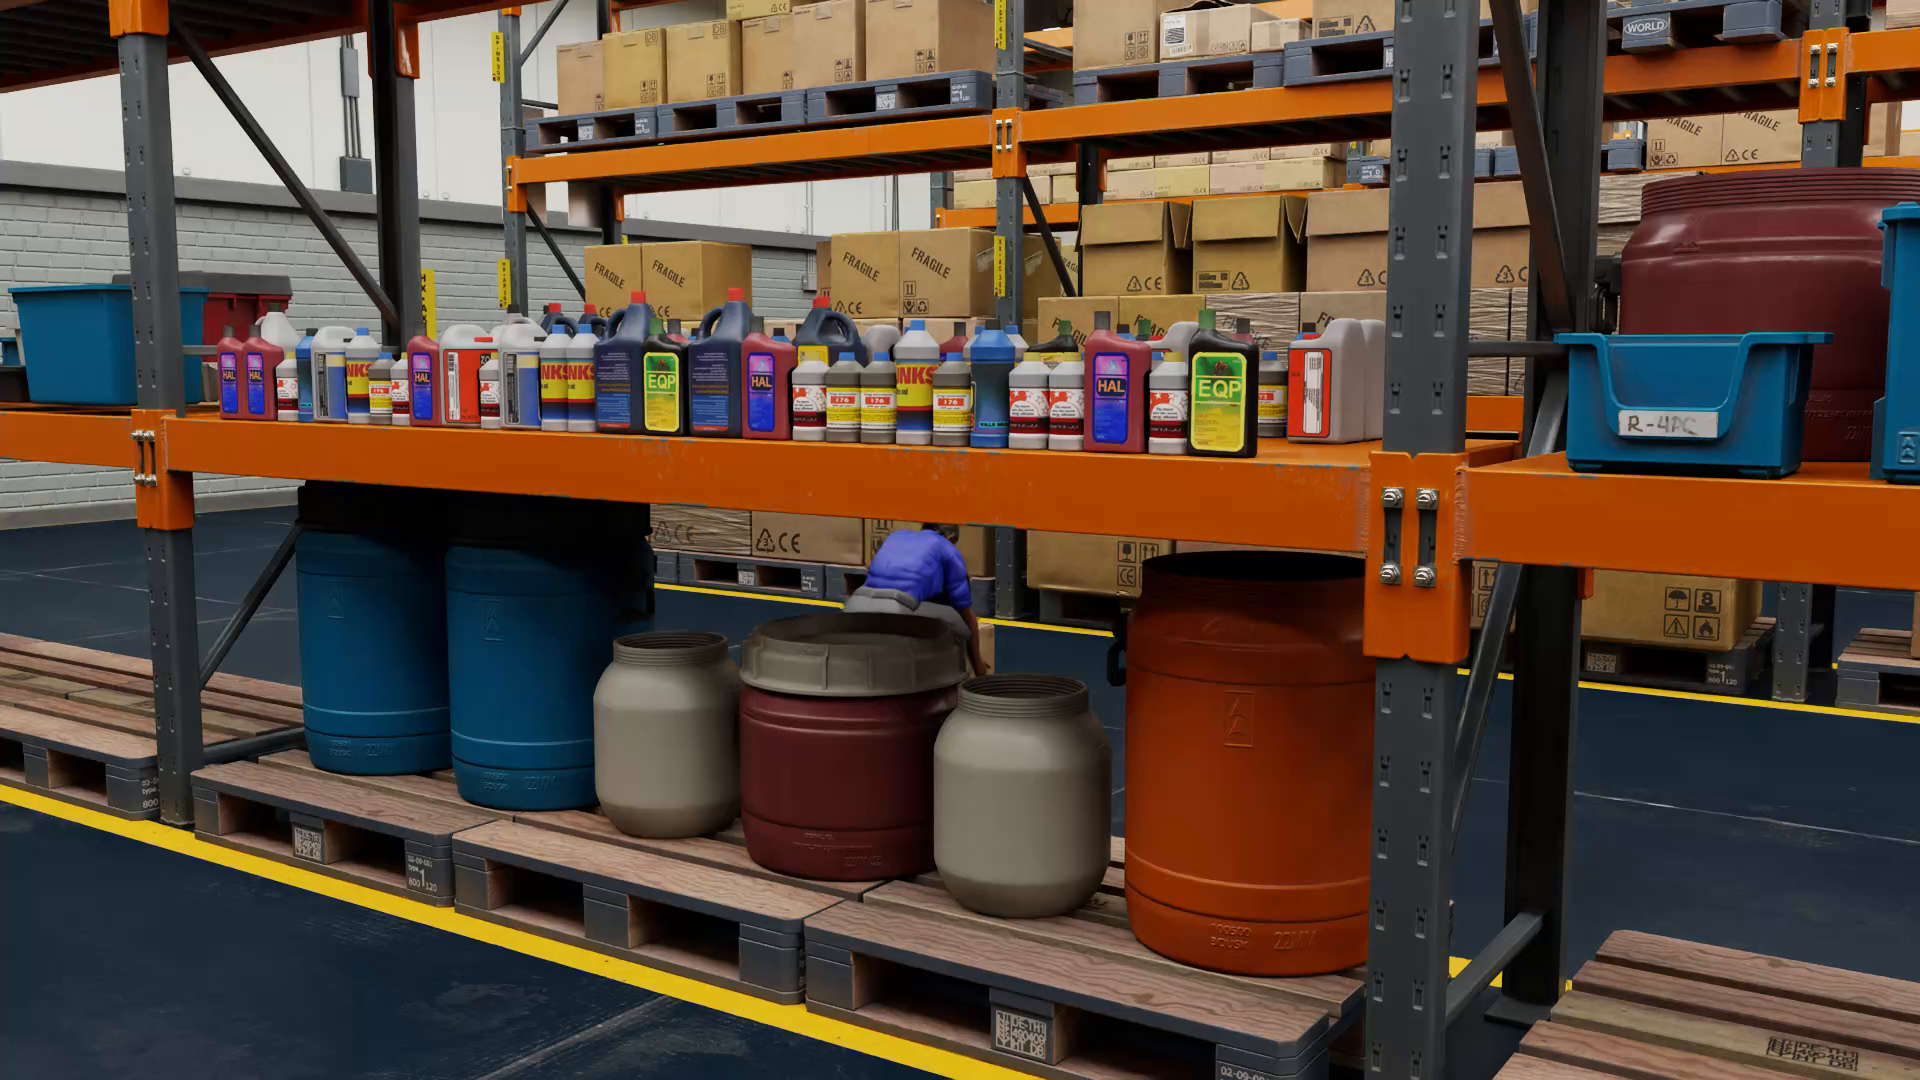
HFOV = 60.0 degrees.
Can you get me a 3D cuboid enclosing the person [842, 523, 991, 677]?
[{"bbox_3d":[-0.204,0.302,7.370,0.479,0.809,0.824,4,8,34],"label":"person"}]
